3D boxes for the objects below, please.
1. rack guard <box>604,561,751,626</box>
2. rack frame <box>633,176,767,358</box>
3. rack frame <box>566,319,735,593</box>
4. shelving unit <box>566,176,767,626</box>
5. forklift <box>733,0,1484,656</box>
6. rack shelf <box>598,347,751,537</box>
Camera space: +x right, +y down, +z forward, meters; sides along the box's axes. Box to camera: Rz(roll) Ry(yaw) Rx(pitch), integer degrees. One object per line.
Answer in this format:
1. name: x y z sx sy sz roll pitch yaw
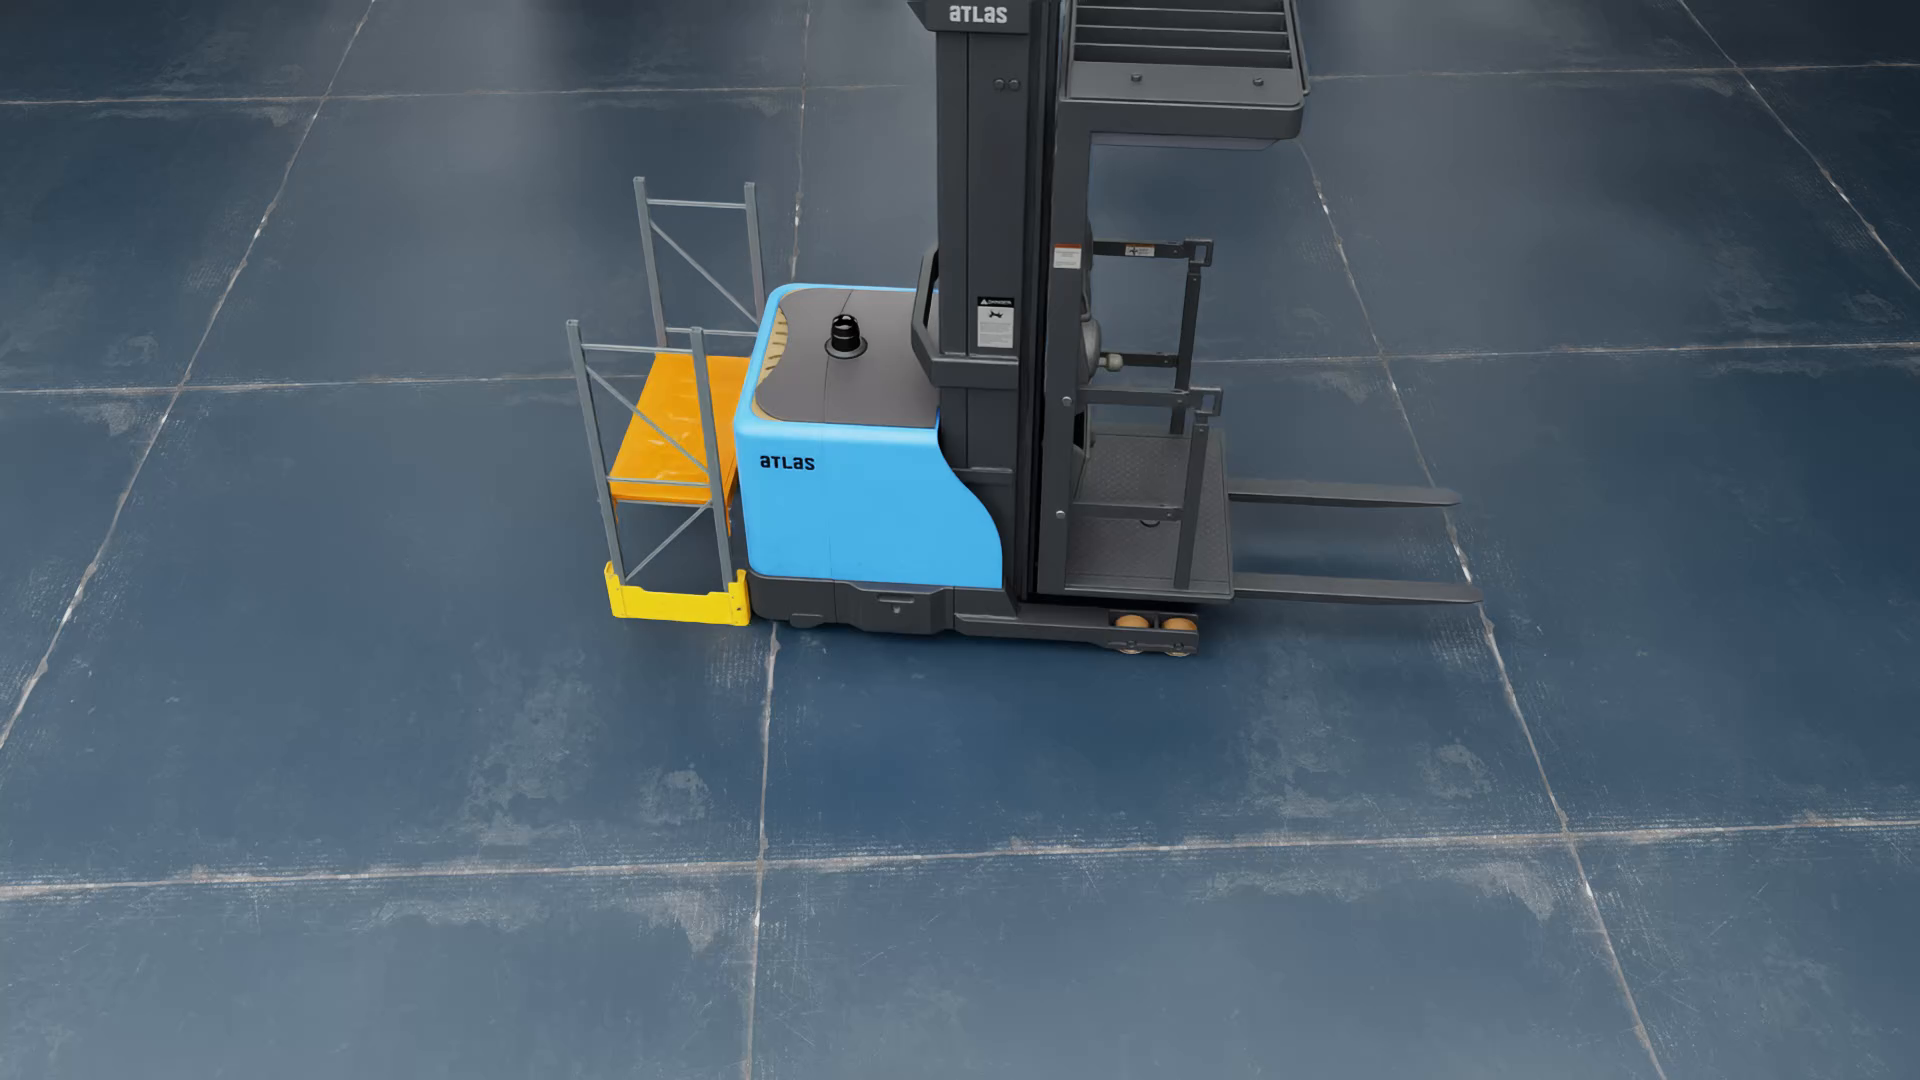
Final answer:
1. rack guard: -1.180 0.224 6.970 0.587 0.250 0.087 4 43 4
2. rack frame: -1.082 -0.907 7.280 0.500 1.500 0.032 4 43 4
3. rack frame: -1.182 -0.224 6.534 0.500 1.500 0.032 4 43 4
4. shelving unit: -1.131 -0.572 6.913 0.587 1.500 1.083 4 43 4
5. forklift: 0.660 -0.975 6.295 3.031 2.935 1.130 3 43 3
6. rack shelf: -1.132 -0.433 7.028 0.538 0.185 1.000 4 43 4
